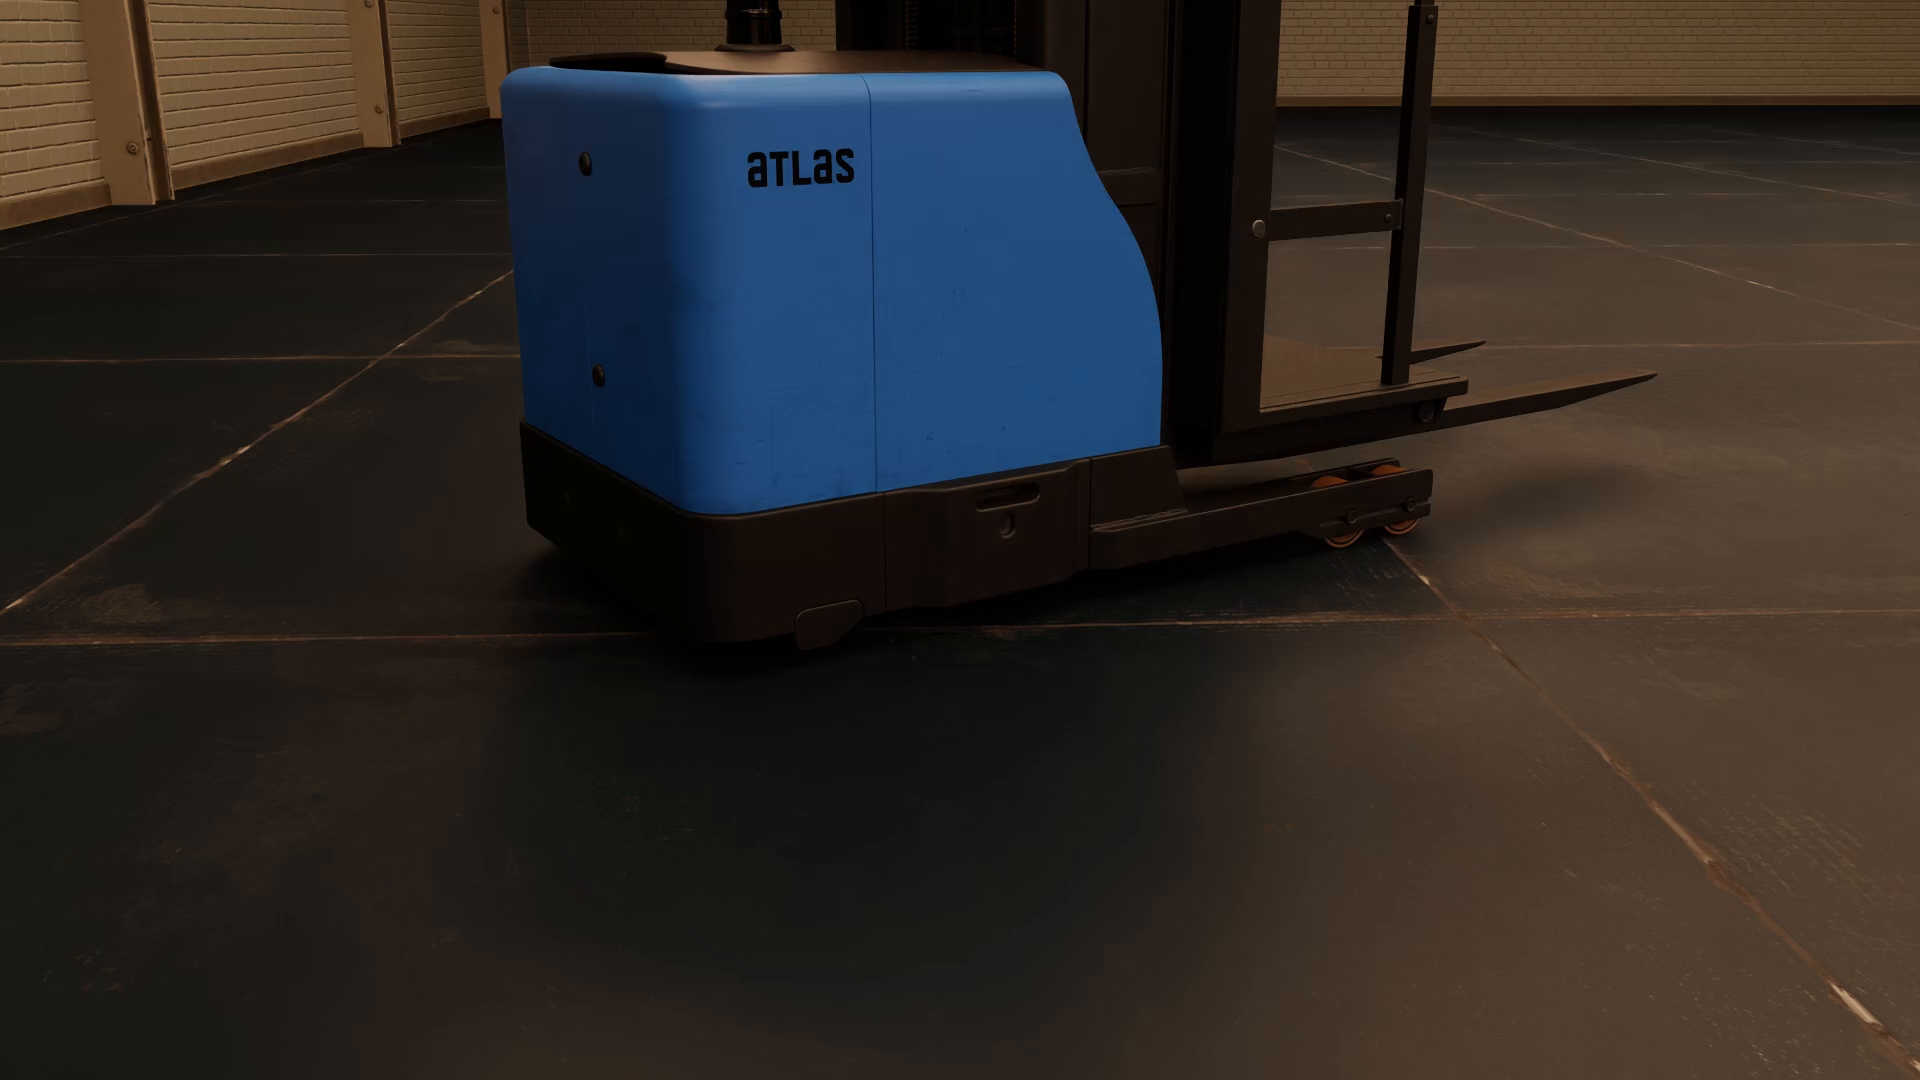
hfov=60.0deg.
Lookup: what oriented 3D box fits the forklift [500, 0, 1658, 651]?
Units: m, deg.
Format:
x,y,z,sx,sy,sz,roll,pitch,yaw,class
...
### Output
x,y,z,sx,sy,sz,roll,pitch,yaw,class
0.523,-1.501,3.815,3.031,2.935,1.130,-11,20,-31,forklift
